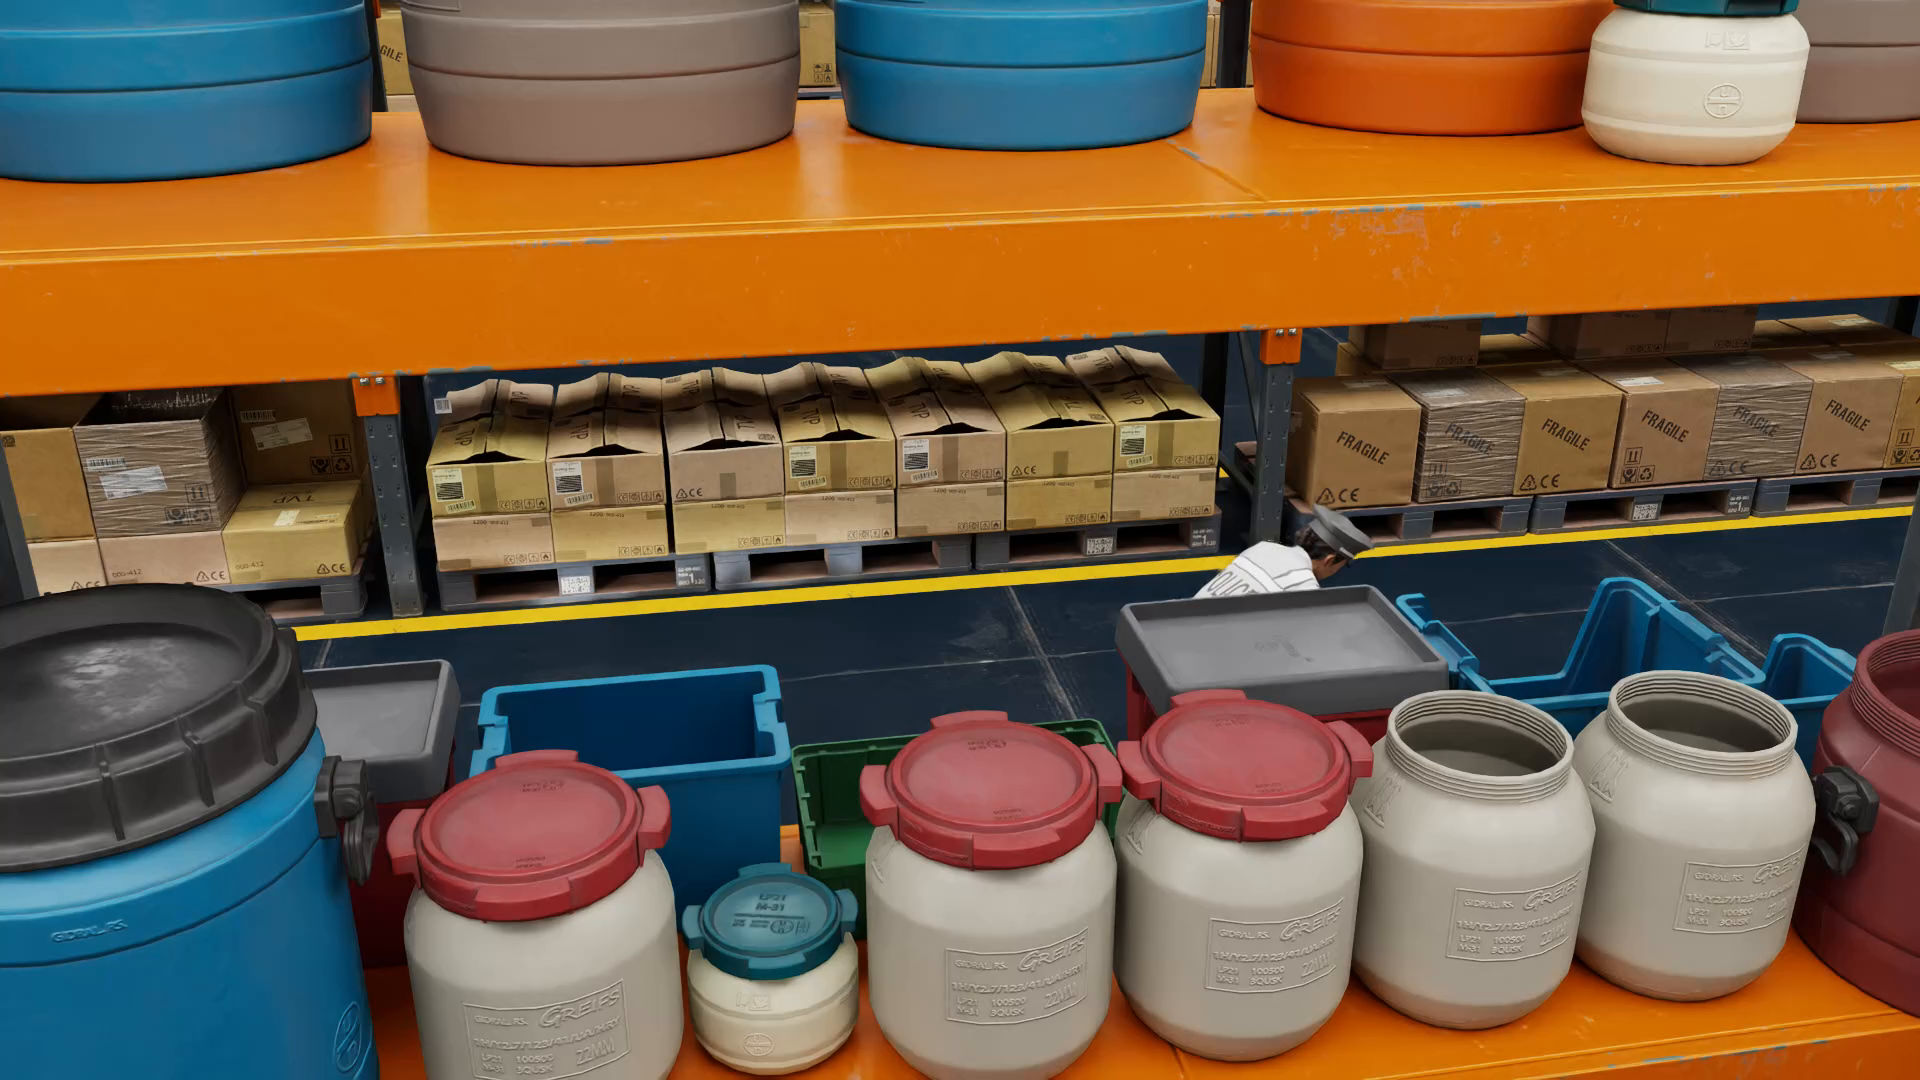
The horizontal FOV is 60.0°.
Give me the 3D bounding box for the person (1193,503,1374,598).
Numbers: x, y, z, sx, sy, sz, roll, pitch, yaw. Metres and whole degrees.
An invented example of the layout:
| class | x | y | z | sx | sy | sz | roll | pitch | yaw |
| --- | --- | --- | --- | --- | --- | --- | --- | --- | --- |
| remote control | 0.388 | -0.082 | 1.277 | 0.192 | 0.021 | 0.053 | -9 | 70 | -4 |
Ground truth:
| class | x | y | z | sx | sy | sz | roll | pitch | yaw |
| --- | --- | --- | --- | --- | --- | --- | --- | --- | --- |
| person | 1.131 | 0.362 | 6.156 | 0.825 | 0.964 | 0.495 | -4 | 24 | -10 |
